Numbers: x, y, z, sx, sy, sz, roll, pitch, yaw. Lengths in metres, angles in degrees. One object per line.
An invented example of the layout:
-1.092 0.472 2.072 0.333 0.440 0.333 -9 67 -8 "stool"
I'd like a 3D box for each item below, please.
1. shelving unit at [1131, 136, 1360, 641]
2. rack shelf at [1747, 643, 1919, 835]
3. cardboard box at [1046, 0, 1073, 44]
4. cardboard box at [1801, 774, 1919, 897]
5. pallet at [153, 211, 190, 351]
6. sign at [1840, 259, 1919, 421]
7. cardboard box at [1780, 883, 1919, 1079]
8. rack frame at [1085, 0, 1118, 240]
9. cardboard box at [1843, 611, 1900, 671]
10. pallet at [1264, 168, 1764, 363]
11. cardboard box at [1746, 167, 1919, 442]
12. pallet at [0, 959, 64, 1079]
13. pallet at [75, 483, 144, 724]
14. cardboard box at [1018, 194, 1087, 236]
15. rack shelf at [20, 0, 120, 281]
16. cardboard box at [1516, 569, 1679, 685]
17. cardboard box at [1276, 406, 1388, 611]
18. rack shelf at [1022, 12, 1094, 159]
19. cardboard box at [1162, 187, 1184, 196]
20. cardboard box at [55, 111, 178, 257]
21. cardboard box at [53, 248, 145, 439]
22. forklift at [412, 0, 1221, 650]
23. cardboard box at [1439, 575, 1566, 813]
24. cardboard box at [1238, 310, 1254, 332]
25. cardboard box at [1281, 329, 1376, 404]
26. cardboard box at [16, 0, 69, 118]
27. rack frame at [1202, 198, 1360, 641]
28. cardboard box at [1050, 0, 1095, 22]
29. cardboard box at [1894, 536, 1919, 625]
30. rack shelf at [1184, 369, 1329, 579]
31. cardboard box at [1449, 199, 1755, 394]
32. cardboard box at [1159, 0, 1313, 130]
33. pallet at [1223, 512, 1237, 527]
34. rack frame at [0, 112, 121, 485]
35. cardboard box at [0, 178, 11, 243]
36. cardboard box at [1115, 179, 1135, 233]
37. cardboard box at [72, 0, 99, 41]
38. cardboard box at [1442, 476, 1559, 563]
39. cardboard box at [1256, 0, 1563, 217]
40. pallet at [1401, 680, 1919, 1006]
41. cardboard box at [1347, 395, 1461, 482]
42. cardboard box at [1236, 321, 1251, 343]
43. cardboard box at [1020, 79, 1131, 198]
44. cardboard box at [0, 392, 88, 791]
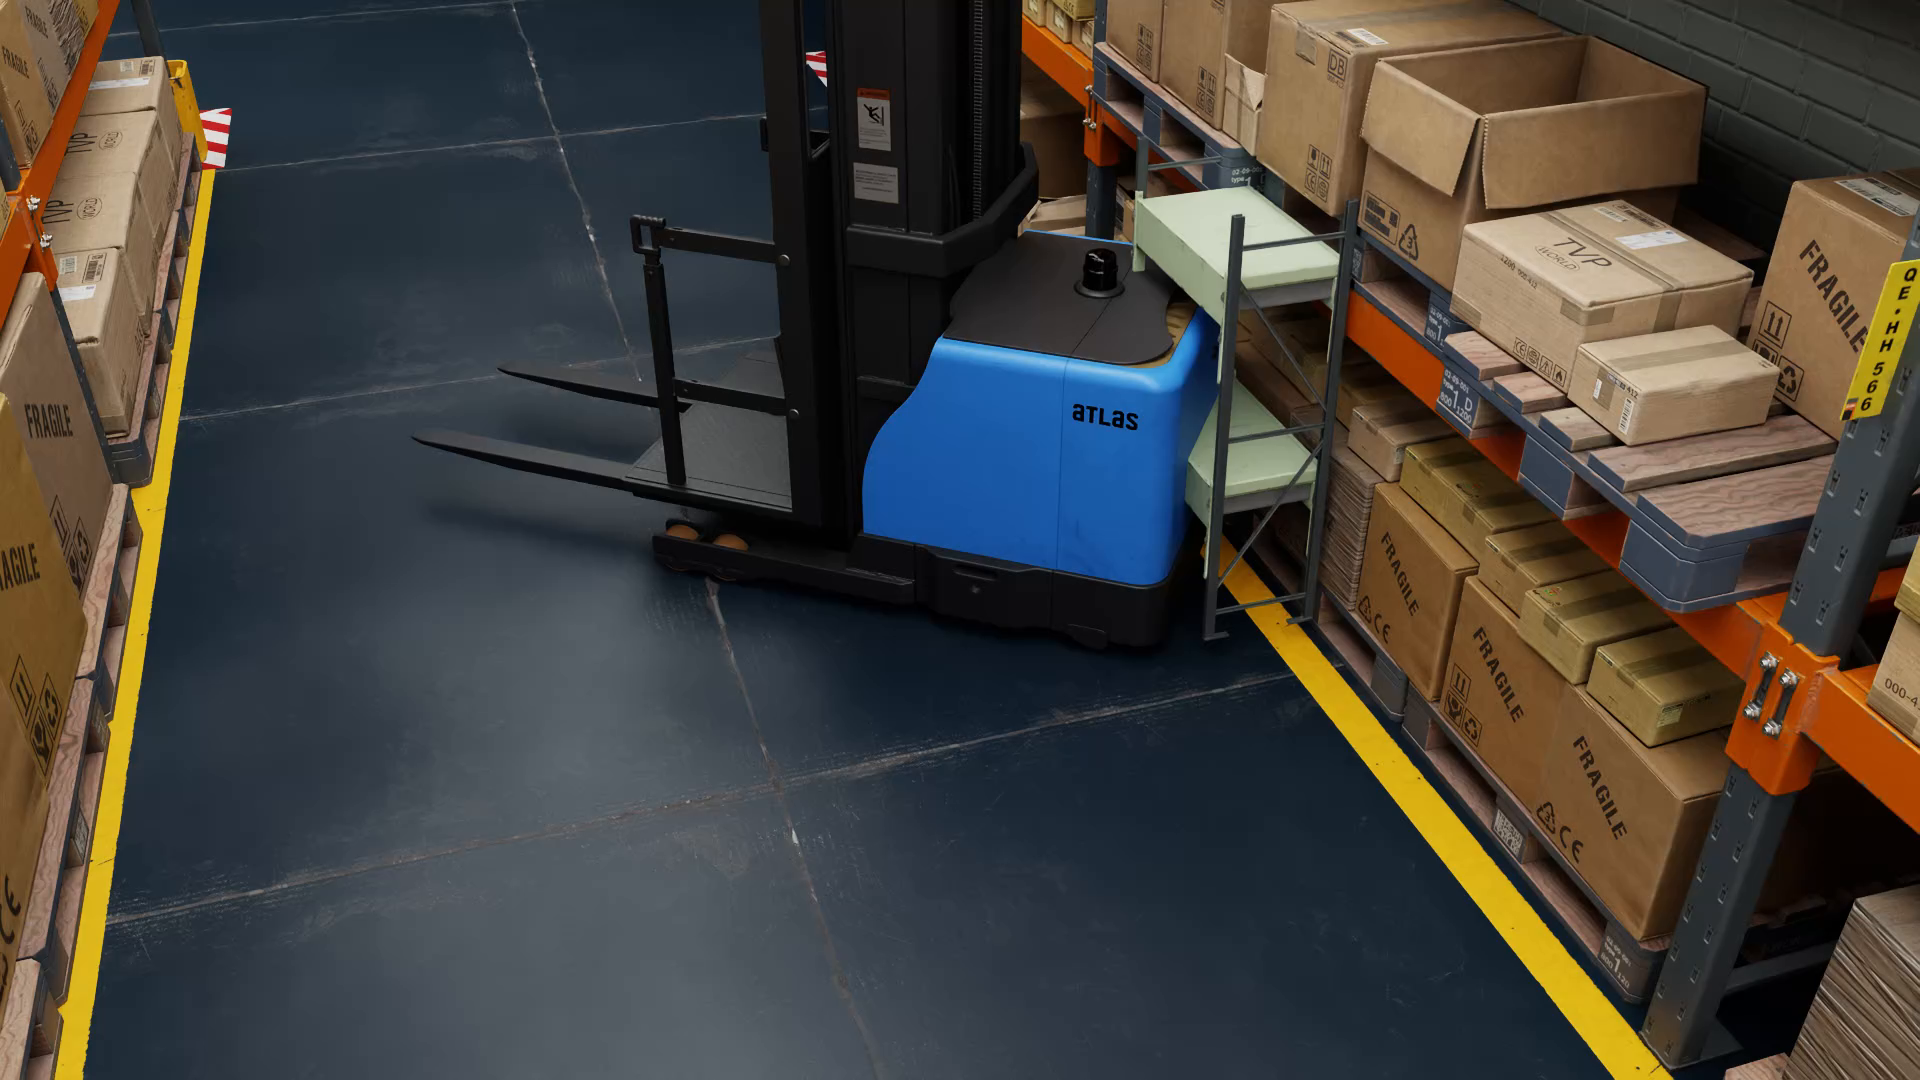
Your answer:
0.890 -0.518 5.544 0.431 1.500 0.755 -10 33 -13 "shelving unit"
2.860 1.332 2.167 1.077 0.370 4.000 -10 35 -15 "rack shelf"
0.592 -2.272 7.195 0.380 0.149 0.250 -9 35 -13 "cardboard box"
2.389 0.581 4.537 0.500 0.500 0.500 -9 34 -13 "cardboard box"
-4.229 -1.173 7.833 1.003 0.211 1.213 -10 35 -15 "pallet"
1.736 -0.372 3.114 0.100 0.325 0.005 -10 35 -15 "sign"
2.427 1.127 3.597 0.875 0.625 0.625 -9 34 -13 "cardboard box"
1.030 -2.119 6.735 1.000 3.000 0.127 -10 35 -15 "rack frame"
2.388 0.252 4.446 0.380 0.149 0.250 -8 34 -12 "cardboard box"
1.653 -0.959 5.154 1.003 0.211 1.213 -10 35 -15 "pallet"
2.242 -0.532 3.863 0.500 0.500 0.500 -8 34 -12 "cardboard box"
-2.645 1.555 3.705 1.003 0.211 1.213 -10 35 -15 "pallet"
-3.389 0.274 5.644 1.003 0.211 1.213 -10 35 -15 "pallet"
0.471 -1.584 8.025 0.396 0.266 0.258 -9 34 -13 "cardboard box"
-4.306 -2.032 7.257 1.077 0.370 4.000 -10 35 -15 "rack shelf"
1.746 0.224 4.489 0.380 0.149 0.250 -12 35 -17 "cardboard box"
1.435 -0.145 5.635 0.500 0.500 0.500 -11 35 -16 "cardboard box"
0.420 -2.869 8.523 1.077 0.370 4.000 -10 35 -15 "rack shelf"
1.011 -1.284 6.501 0.380 0.149 0.250 -12 35 -17 "cardboard box"
-4.332 -1.680 8.014 0.875 0.438 0.875 -9 35 -13 "cardboard box"
-3.785 -0.736 6.586 0.875 0.438 0.875 -11 35 -15 "cardboard box"
-0.592 -1.337 5.614 3.031 2.935 1.130 11 35 16 "forklift"
1.774 0.399 4.812 0.500 0.500 0.500 -11 35 -15 "cardboard box"
1.230 -0.882 6.162 0.380 0.149 0.250 -11 35 -16 "cardboard box"
1.344 -0.614 5.756 0.380 0.149 0.250 -9 34 -13 "cardboard box"
-3.739 -1.879 6.282 0.500 0.500 0.500 -10 35 -14 "cardboard box"
0.995 -0.333 5.246 0.400 1.500 0.023 -10 33 -13 "rack frame"
0.642 -2.407 7.037 0.500 0.250 0.500 -9 35 -14 "cardboard box"
2.129 0.114 3.040 0.500 0.250 0.500 -10 35 -15 "cardboard box"
0.896 -0.242 5.718 0.431 0.370 0.720 -10 33 -13 "rack shelf"
1.620 -0.631 4.239 0.500 0.250 0.500 -12 35 -17 "cardboard box"
1.123 -1.772 5.739 0.700 0.500 0.500 -10 35 -14 "cardboard box"
1.314 -0.535 6.868 1.003 0.211 1.213 -10 35 -15 "pallet"
-3.696 -1.282 5.469 1.000 3.000 0.127 -10 35 -15 "rack frame"
-3.319 -1.026 5.218 0.500 0.250 0.500 -11 35 -16 "cardboard box"
1.054 -1.559 7.946 0.500 0.311 0.500 -9 34 -13 "cardboard box"
-4.042 -2.412 7.088 0.500 0.500 0.500 -9 35 -13 "cardboard box"
1.670 -0.068 4.931 0.380 0.149 0.250 -9 35 -13 "cardboard box"
1.362 -1.360 5.116 0.700 0.500 0.500 -10 35 -15 "cardboard box"
2.058 0.746 4.929 1.003 0.211 1.213 -10 35 -15 "pallet"
1.481 -0.339 5.340 0.380 0.149 0.250 -12 35 -17 "cardboard box"
1.135 -0.681 6.447 0.500 0.500 0.500 -10 35 -15 "cardboard box"
0.447 -2.014 8.463 0.700 0.500 0.500 -11 35 -17 "cardboard box"
-3.148 0.214 4.751 0.875 0.875 0.875 -9 35 -13 "cardboard box"
